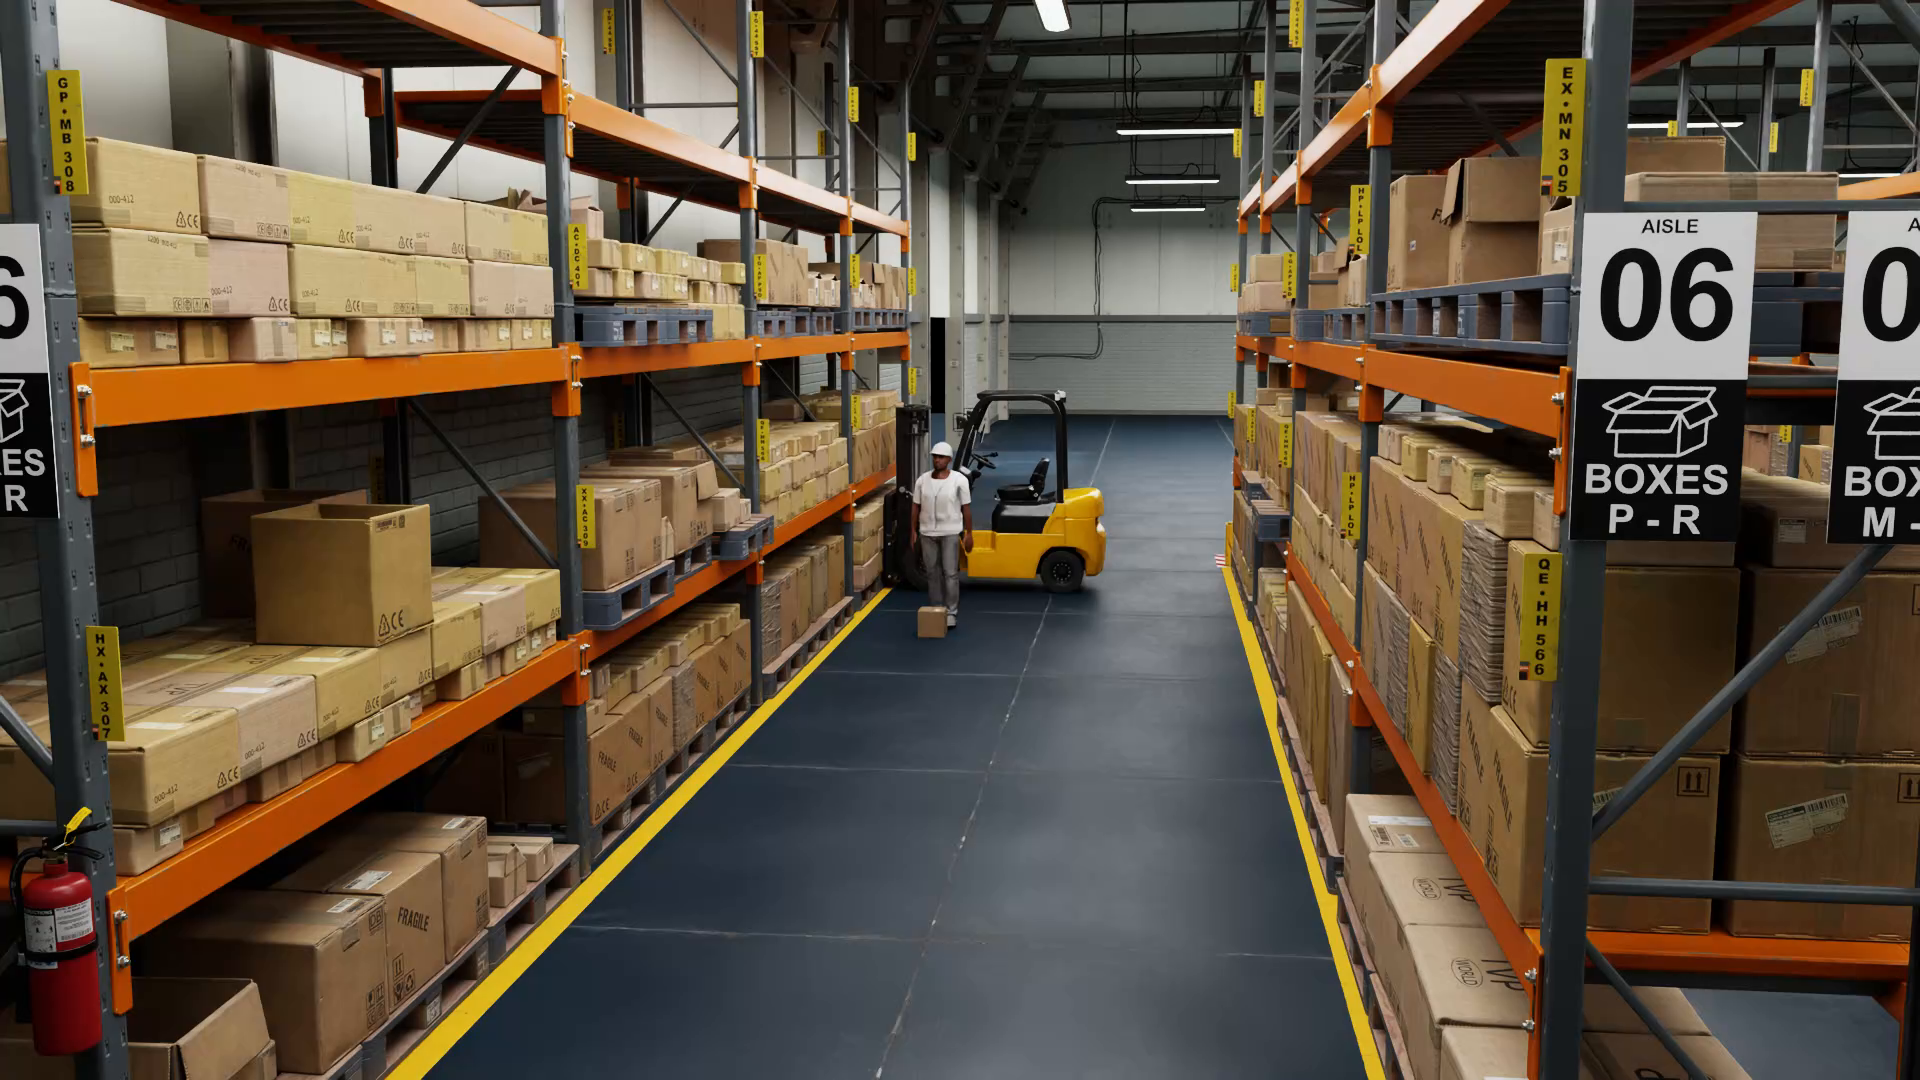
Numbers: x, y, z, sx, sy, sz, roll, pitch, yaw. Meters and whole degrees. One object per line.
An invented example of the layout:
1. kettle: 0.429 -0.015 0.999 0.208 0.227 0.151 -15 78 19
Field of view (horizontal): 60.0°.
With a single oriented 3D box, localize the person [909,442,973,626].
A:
1. person: -0.188 -0.061 16.022 0.607 1.762 0.390 2 8 17
